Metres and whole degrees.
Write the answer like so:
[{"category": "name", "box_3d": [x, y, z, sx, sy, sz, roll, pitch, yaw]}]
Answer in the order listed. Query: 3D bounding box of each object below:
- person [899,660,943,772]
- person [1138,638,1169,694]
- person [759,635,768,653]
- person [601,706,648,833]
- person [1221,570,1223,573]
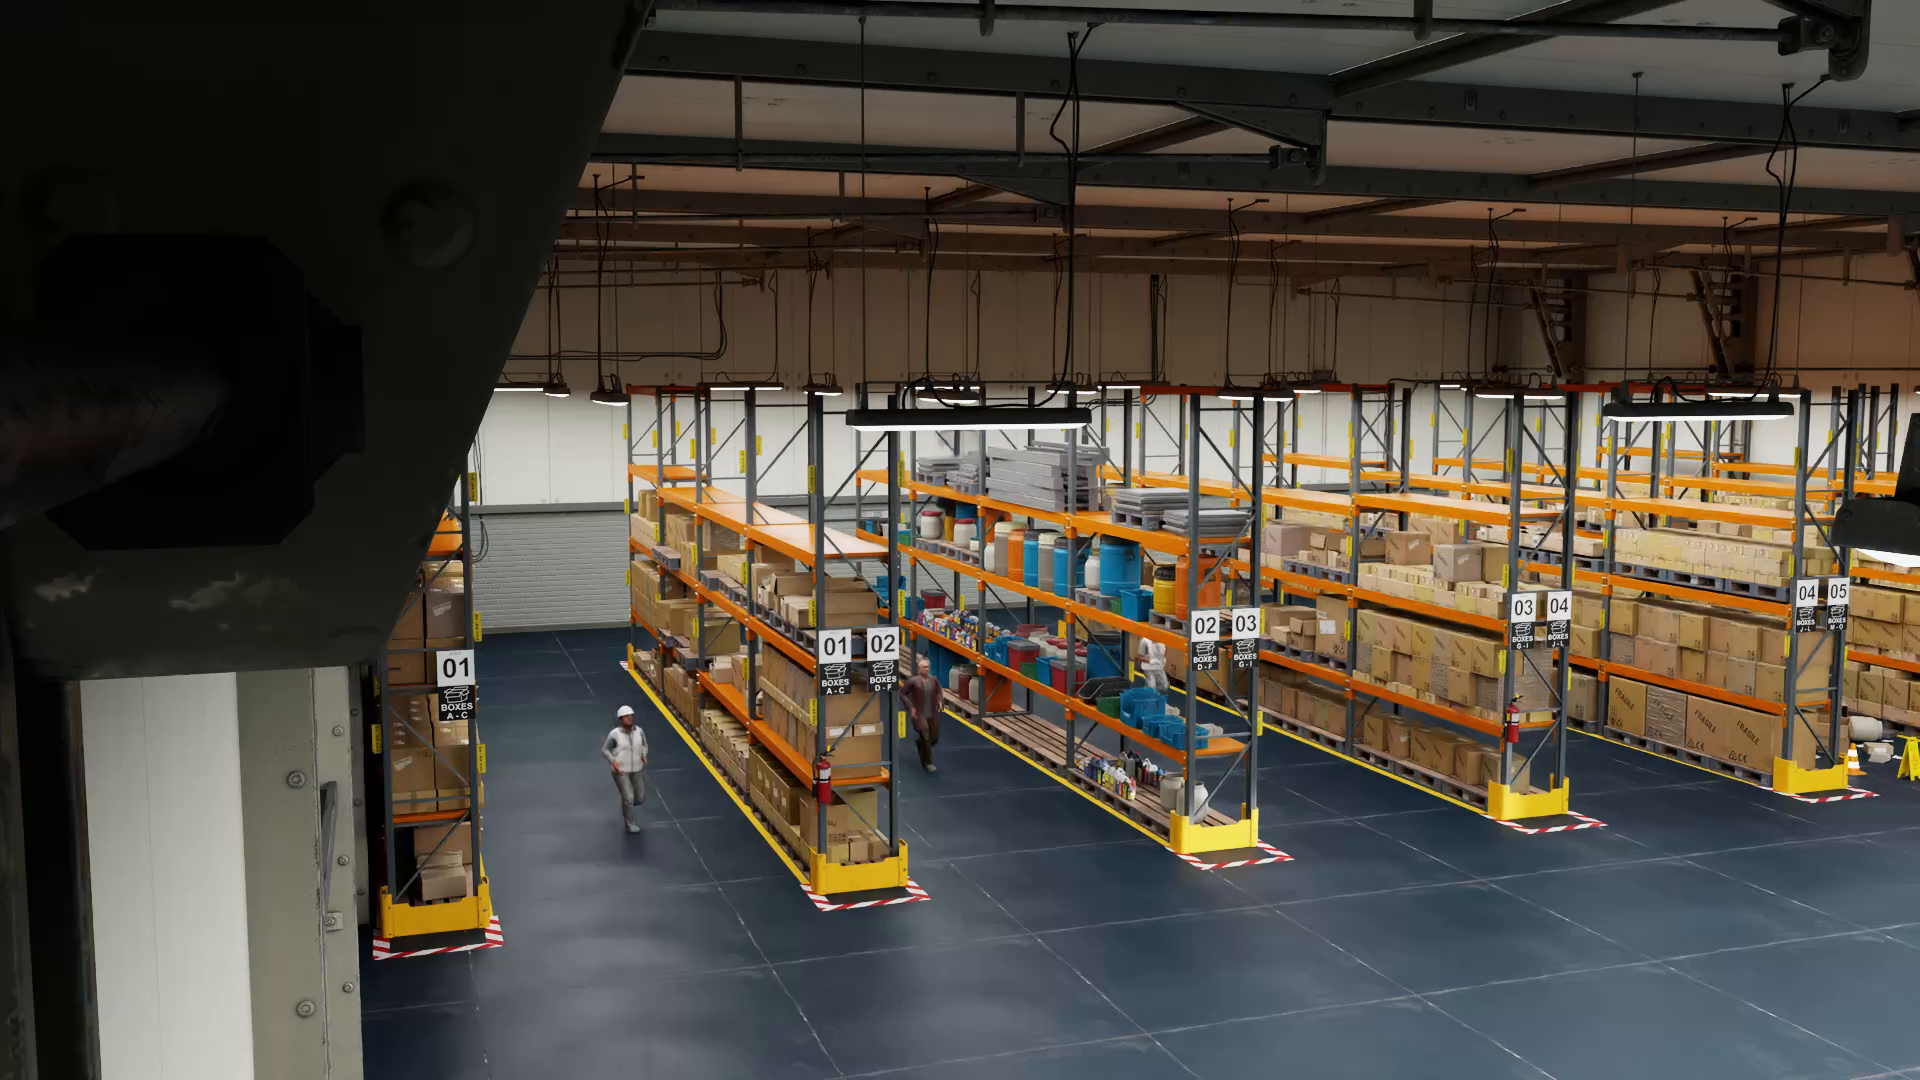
[{"category": "person", "box_3d": [-0.591, 2.756, 26.239, 0.708, 1.739, 0.762, -3, 7, -28]}, {"category": "person", "box_3d": [3.563, 2.357, 30.261, 0.732, 1.726, 0.668, -3, 7, -28]}, {"category": "person", "box_3d": [-4.075, 1.893, 34.510, 0.616, 1.793, 0.680, -4, 7, -37]}, {"category": "person", "box_3d": [-4.565, 3.122, 22.758, 0.654, 1.731, 0.646, -4, 7, -34]}, {"category": "person", "box_3d": [6.112, 1.484, 39.321, 0.525, 1.625, 0.769, -1, 6, -8]}]
